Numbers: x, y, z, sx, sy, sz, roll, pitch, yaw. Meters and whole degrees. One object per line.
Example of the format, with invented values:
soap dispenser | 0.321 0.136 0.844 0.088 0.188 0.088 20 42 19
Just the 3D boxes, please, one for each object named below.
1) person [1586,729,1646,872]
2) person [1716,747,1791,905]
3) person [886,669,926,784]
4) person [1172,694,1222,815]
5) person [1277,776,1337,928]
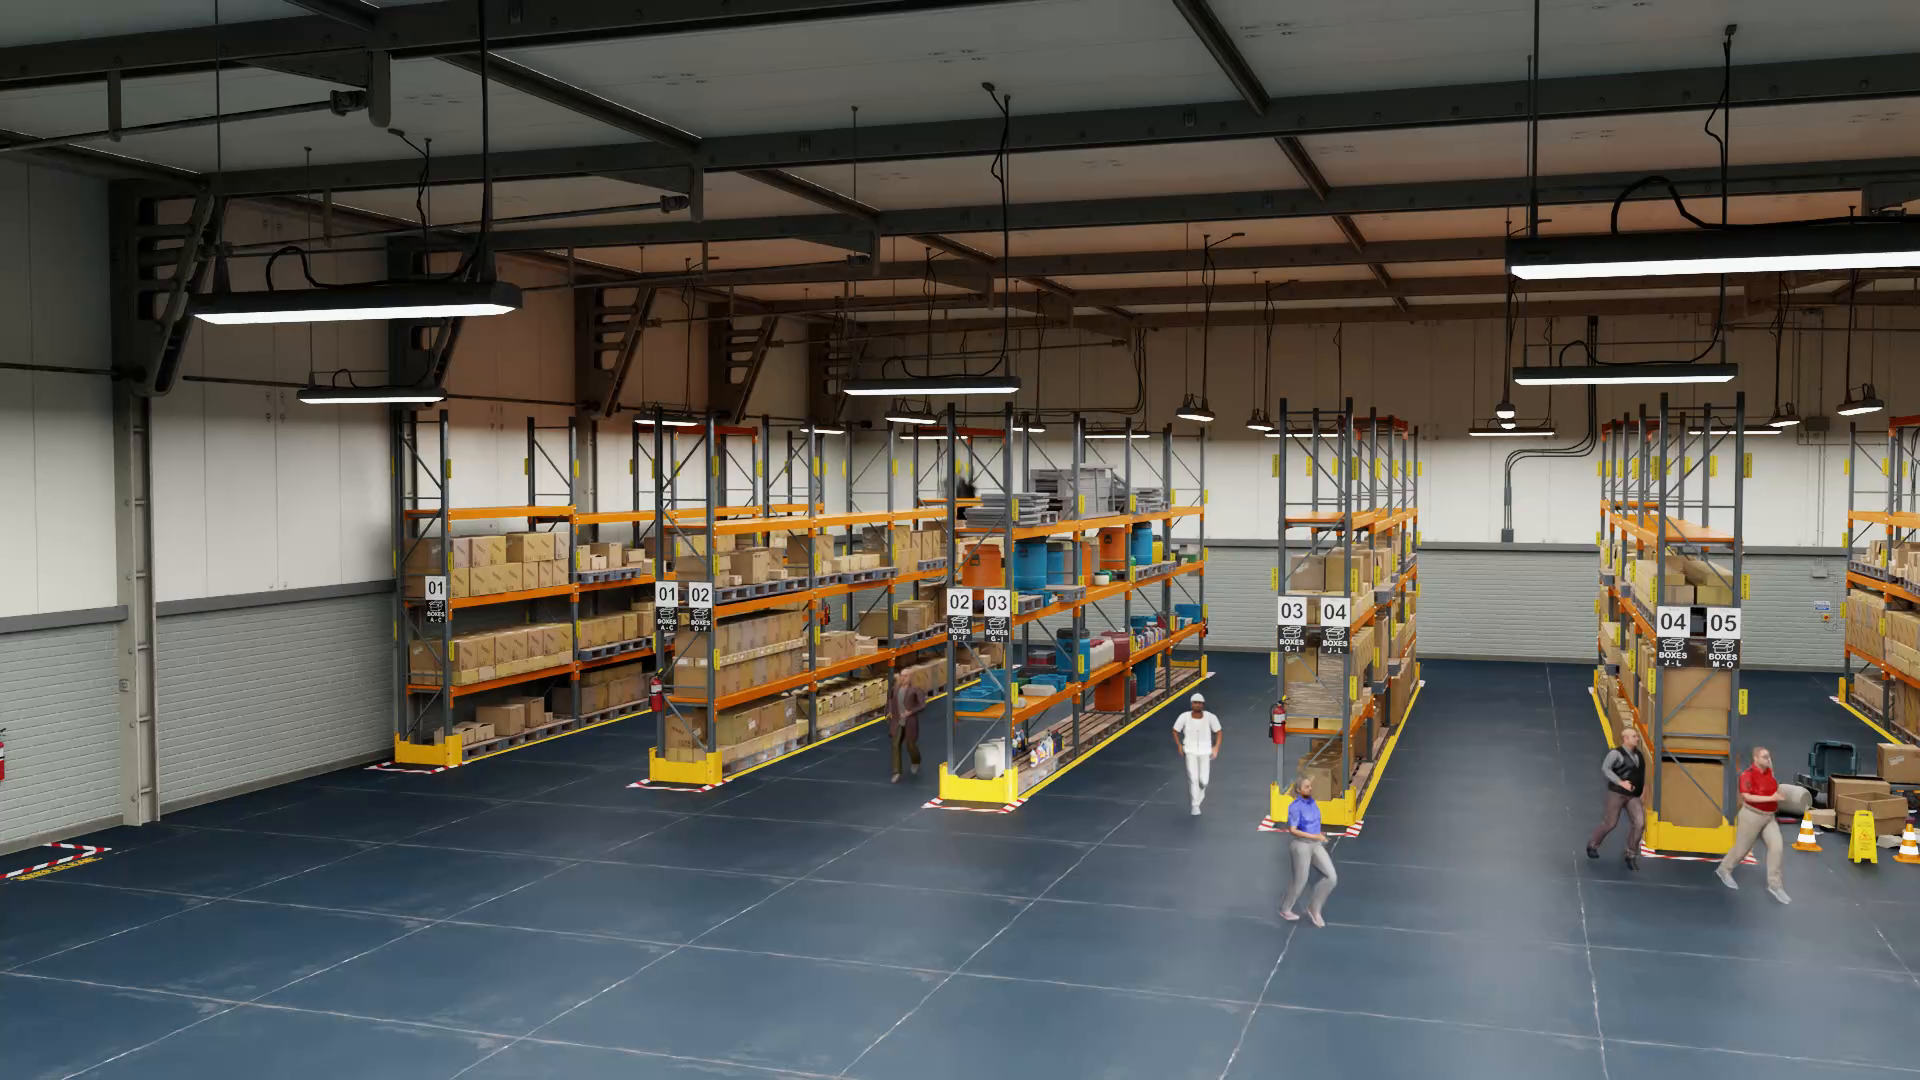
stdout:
person | 8.407 3.353 21.008 0.731 1.553 0.786 -1 3 -16
person | 9.297 3.291 19.454 0.641 1.772 0.907 -1 3 -25
person | -0.878 2.957 26.707 0.722 1.778 0.981 1 3 18
person | 3.468 3.101 24.325 0.728 1.733 0.722 0 2 4
person | 3.813 3.415 18.238 0.582 1.663 0.703 -2 3 -38
